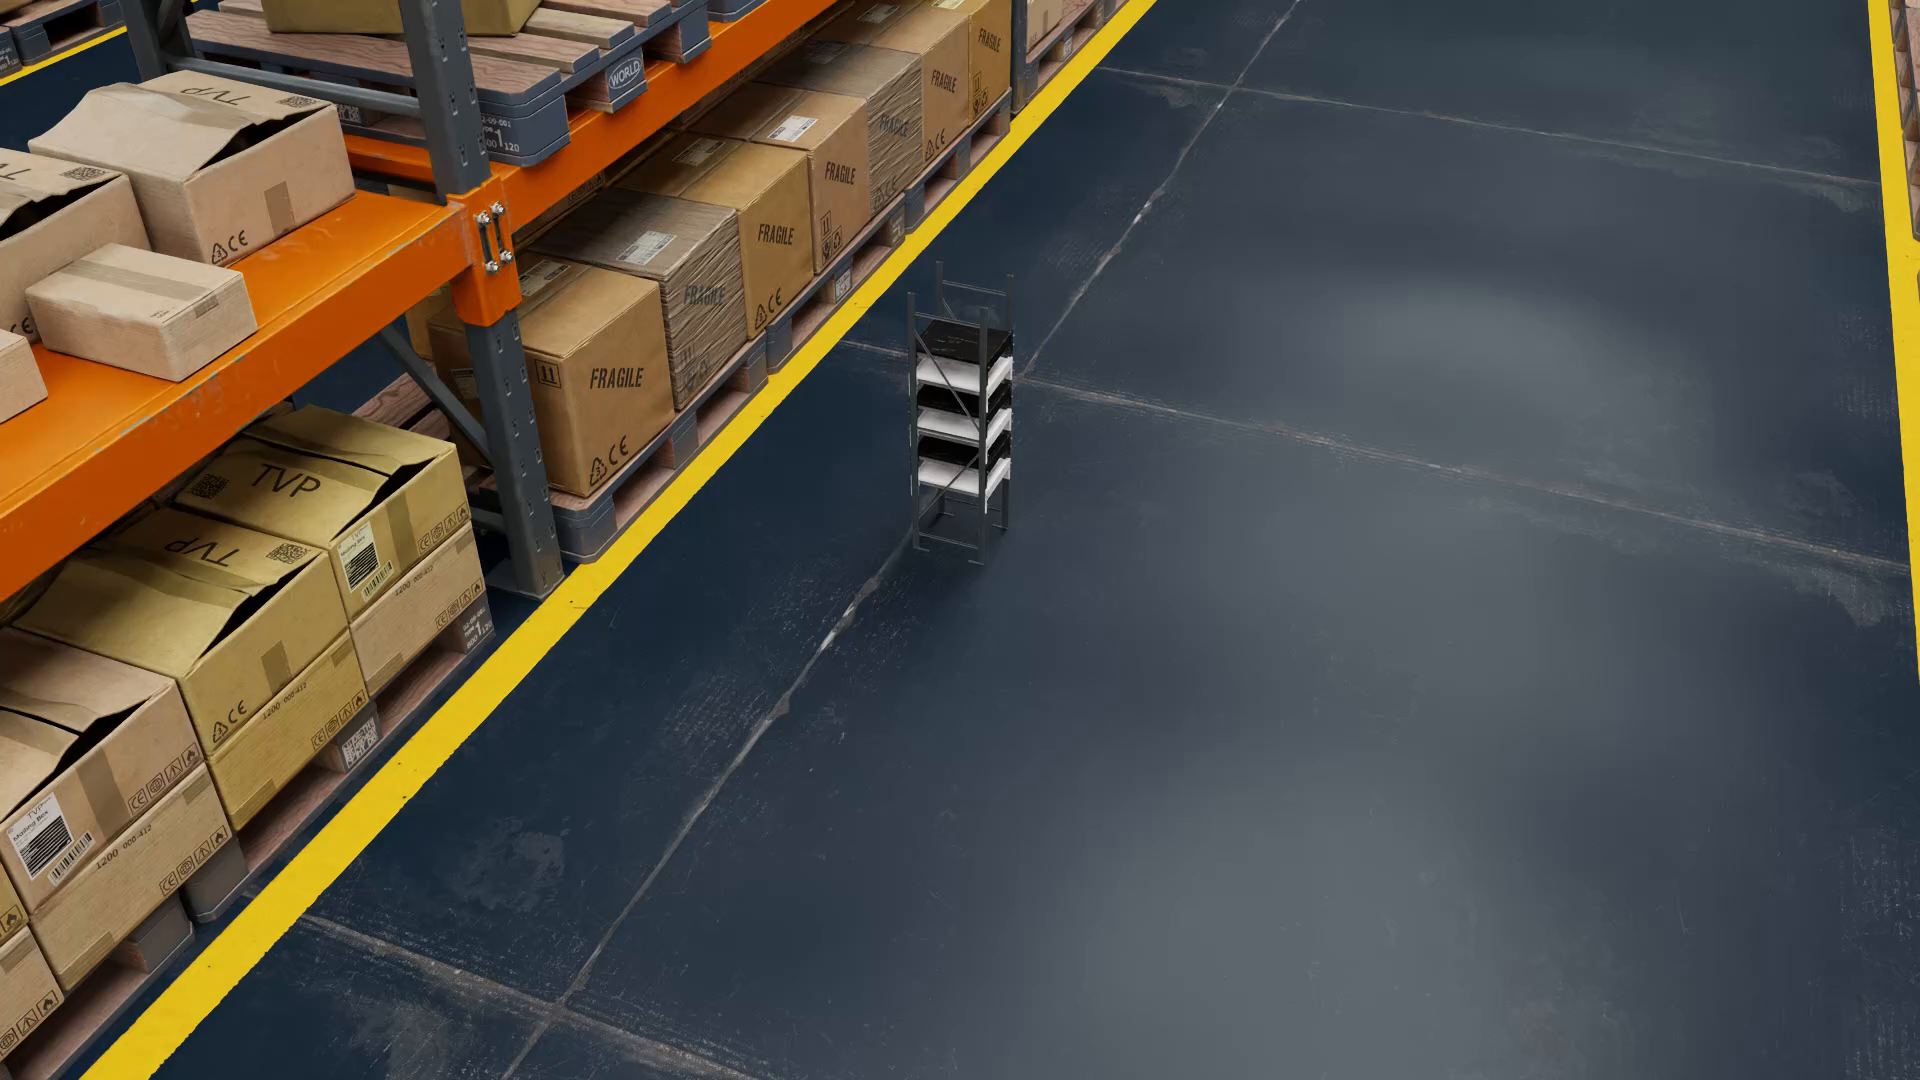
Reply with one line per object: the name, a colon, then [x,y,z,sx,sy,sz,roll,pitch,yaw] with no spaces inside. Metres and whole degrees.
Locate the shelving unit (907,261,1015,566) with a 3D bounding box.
shelving unit: [0.003,-0.365,4.987,0.258,0.900,0.210,14,39,18]

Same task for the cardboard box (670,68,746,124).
cardboard box: [-1.150,-1.807,6.257,0.500,0.250,0.500,13,39,17]

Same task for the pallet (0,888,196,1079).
pallet: [-2.507,1.076,3.634,1.003,0.211,1.213,14,39,18]

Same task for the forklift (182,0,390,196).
forklift: [-2.530,-2.619,6.306,1.130,2.935,3.031,14,39,18]

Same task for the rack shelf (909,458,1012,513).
rack shelf: [0.003,-0.194,5.114,0.258,0.077,0.200,14,39,18]

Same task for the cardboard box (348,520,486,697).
cardboard box: [-1.667,0.119,4.532,0.500,0.250,0.500,15,39,19]

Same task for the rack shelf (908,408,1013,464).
rack shelf: [0.003,-0.338,5.007,0.258,0.077,0.200,14,39,18]

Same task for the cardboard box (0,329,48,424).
cardboard box: [-2.125,-0.342,3.412,0.380,0.149,0.250,17,40,21]

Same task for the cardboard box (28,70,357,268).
cardboard box: [-1.871,-0.934,4.069,0.500,0.311,0.500,16,40,21]

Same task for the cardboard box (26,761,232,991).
cardboard box: [-2.054,0.683,3.777,0.500,0.250,0.500,15,39,19]

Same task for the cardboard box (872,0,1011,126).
cardboard box: [-0.093,-2.212,7.425,0.500,0.500,0.500,14,39,17]

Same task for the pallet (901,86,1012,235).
pallet: [-0.445,-1.800,7.482,1.003,0.211,1.213,14,39,18]

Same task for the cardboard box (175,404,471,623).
cardboard box: [-1.664,-0.107,4.365,0.500,0.311,0.500,15,39,19]

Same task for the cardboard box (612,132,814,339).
cardboard box: [-0.865,-1.091,5.924,0.500,0.500,0.500,13,39,17]

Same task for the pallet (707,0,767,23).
pallet: [-0.956,-2.162,5.797,1.003,0.211,1.213,14,39,18]

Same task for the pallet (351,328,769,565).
pallet: [-1.373,-0.449,5.674,1.003,0.211,1.213,14,39,18]

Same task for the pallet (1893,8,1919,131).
pallet: [5.116,-2.222,8.047,1.003,0.211,1.213,14,39,18]

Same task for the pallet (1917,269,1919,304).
pallet: [4.077,-0.711,6.025,1.003,0.211,1.213,14,39,18]

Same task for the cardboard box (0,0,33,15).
cardboard box: [-5.215,-2.927,8.105,0.750,0.750,0.750,15,39,19]

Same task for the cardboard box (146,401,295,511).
cardboard box: [-2.163,-0.230,4.529,0.500,0.311,0.500,15,39,19]

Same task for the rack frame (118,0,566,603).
rack frame: [-1.692,-1.161,4.298,1.000,3.000,0.127,14,39,18]

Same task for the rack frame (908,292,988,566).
rack frame: [-0.036,-0.309,4.911,0.240,0.900,0.006,14,39,18]

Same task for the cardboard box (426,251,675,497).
cardboard box: [-1.255,-0.523,5.165,0.500,0.500,0.500,15,39,20]

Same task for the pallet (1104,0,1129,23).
pallet: [0.555,-3.317,9.511,1.003,0.211,1.213,14,39,18]

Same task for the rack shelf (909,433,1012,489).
rack shelf: [0.003,-0.266,5.060,0.258,0.077,0.200,14,39,18]

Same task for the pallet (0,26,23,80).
pallet: [-5.439,-2.263,8.101,1.003,0.211,1.213,14,39,18]

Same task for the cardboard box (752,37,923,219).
cardboard box: [-0.480,-1.663,6.690,0.500,0.500,0.500,14,39,18]

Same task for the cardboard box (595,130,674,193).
cardboard box: [-1.356,-1.194,6.062,0.500,0.500,0.500,12,39,16]

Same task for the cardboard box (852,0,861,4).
cardboard box: [-0.580,-2.339,7.594,0.500,0.500,0.500,12,38,16]

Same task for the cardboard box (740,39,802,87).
cardboard box: [-0.969,-1.766,6.827,0.500,0.500,0.500,14,39,18]

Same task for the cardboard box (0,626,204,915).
cardboard box: [-2.050,0.461,3.605,0.500,0.311,0.500,14,39,17]

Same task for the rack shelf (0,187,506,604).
rack shelf: [-2.453,0.234,3.032,1.077,0.370,4.000,14,39,18]
